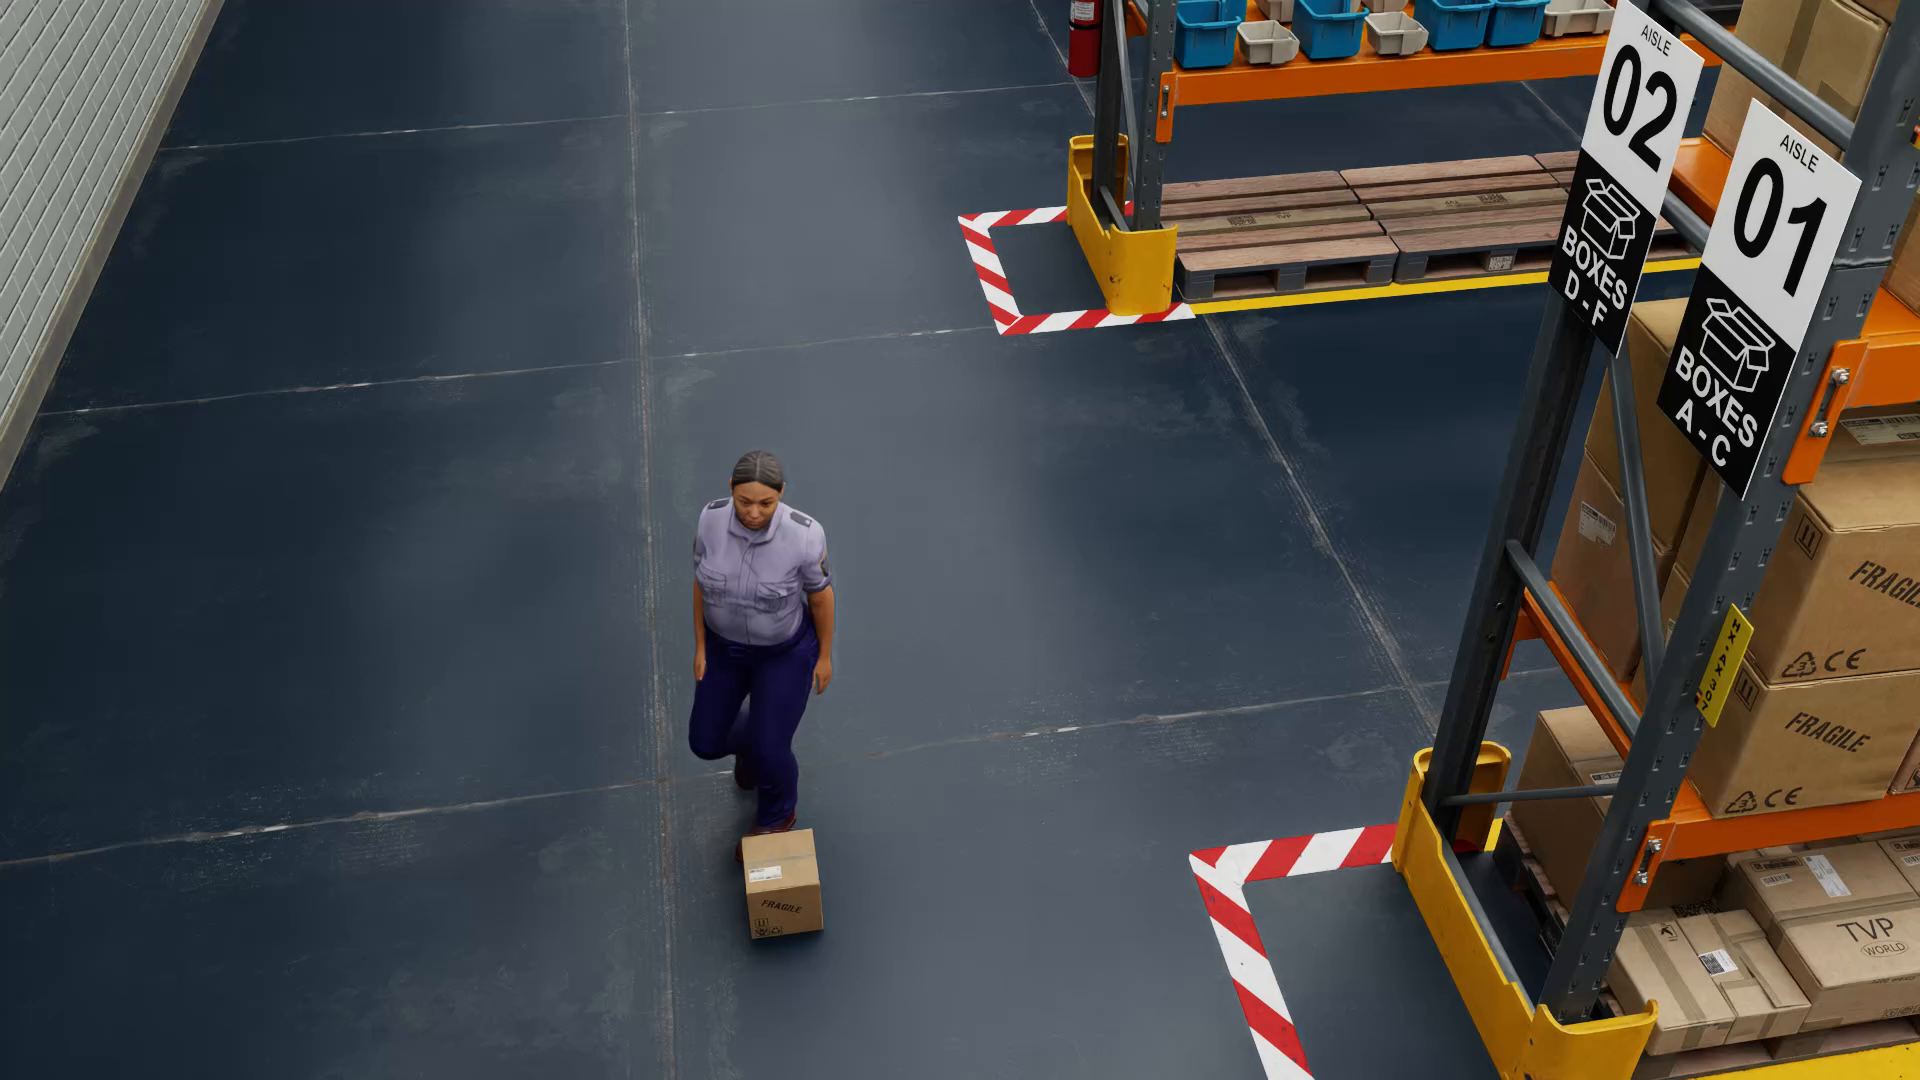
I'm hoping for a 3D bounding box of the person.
[{"bbox_3d":[-0.688,0.396,5.715,0.487,1.617,0.550,10,40,12],"label":"person"}]
